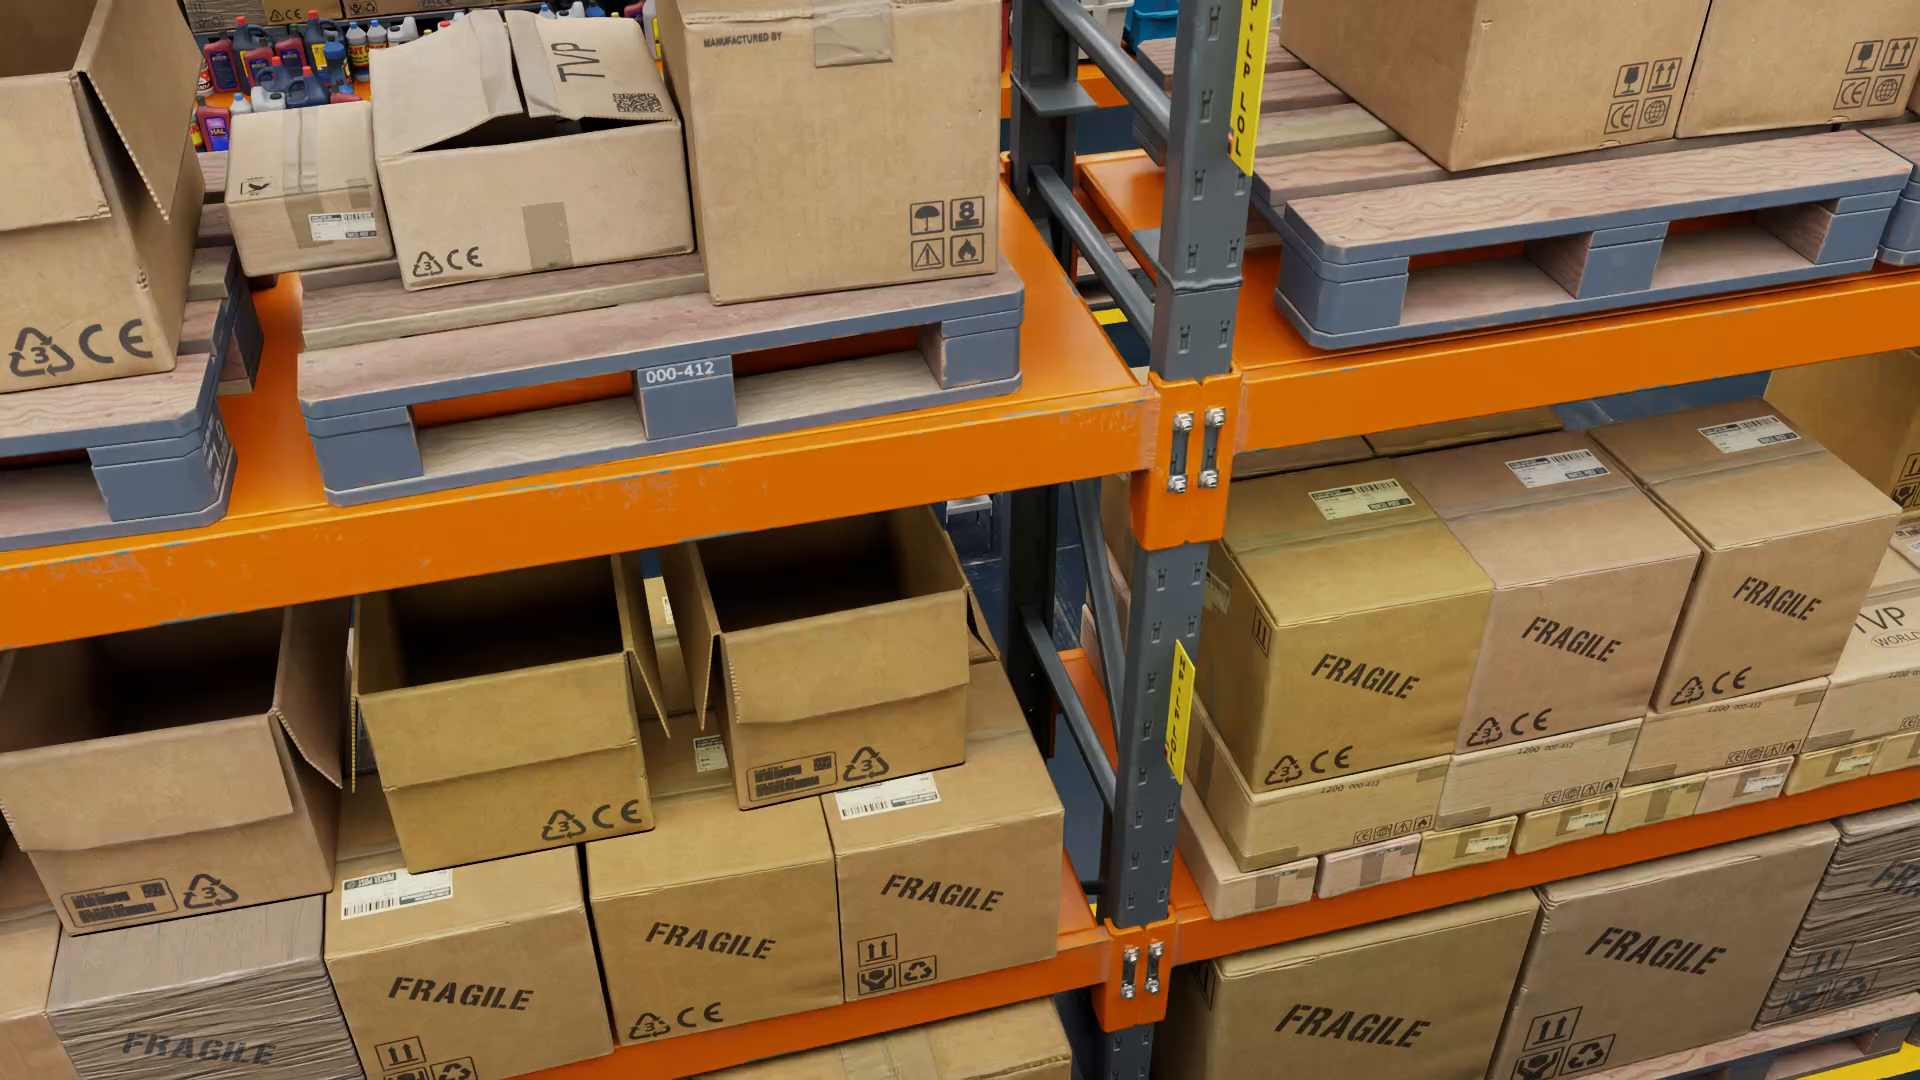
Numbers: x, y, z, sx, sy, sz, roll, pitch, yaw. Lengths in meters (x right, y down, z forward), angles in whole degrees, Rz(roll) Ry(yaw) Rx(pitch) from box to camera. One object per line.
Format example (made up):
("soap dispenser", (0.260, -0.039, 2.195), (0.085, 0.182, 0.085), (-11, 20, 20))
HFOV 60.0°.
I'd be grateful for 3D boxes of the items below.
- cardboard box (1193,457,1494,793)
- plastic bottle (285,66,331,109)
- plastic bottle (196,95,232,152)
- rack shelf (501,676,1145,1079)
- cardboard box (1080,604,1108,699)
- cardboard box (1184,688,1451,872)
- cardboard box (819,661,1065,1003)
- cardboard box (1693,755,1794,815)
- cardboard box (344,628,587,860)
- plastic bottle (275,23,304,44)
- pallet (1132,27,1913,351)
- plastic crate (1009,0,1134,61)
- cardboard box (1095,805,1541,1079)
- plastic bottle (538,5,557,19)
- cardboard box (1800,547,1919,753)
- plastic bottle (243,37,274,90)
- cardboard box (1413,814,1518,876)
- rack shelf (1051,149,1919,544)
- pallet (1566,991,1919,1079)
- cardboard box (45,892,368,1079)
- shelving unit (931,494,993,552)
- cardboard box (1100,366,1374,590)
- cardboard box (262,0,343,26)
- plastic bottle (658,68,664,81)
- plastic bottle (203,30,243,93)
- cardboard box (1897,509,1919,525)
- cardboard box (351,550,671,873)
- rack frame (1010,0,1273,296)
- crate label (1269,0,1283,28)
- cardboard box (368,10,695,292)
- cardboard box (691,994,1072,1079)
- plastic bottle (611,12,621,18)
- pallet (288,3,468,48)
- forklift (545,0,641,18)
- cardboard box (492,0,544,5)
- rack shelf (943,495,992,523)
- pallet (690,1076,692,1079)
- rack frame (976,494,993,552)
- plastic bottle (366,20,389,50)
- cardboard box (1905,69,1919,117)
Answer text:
("cardboard box", (0.829, 0.186, 3.800), (0.500, 0.500, 0.500), (-9, 38, -12))
("plastic bottle", (-2.857, -1.906, 7.313), (0.185, 0.351, 0.144), (-9, 38, -12))
("plastic bottle", (-3.224, -1.793, 7.221), (0.133, 0.283, 0.061), (-9, 38, -12))
("rack shelf", (-1.631, 1.070, 3.974), (4.000, 0.370, 1.077), (-9, 38, -12))
("cardboard box", (0.509, 0.327, 4.560), (0.250, 0.149, 0.380), (-9, 38, -12))
("cardboard box", (0.821, 0.489, 4.021), (0.500, 0.250, 0.500), (-10, 39, -13))
("cardboard box", (-0.081, 0.662, 3.833), (0.500, 0.500, 0.500), (-9, 38, -12))
("cardboard box", (1.923, 0.510, 4.321), (0.250, 0.149, 0.380), (-9, 38, -11))
("cardboard box", (-1.178, 0.514, 4.027), (0.500, 0.500, 0.500), (-10, 39, -13))
("plastic bottle", (-3.163, -2.303, 7.888), (0.133, 0.283, 0.061), (-9, 38, -12))
("pallet", (1.092, -0.812, 3.446), (1.213, 0.211, 1.003), (-9, 38, -12))
("plastic crate", (0.530, -2.548, 8.160), (0.530, 0.282, 0.437), (-9, 38, -12))
("cardboard box", (0.958, 1.087, 4.763), (0.875, 0.875, 0.875), (-9, 38, -12))
("plastic bottle", (-2.010, -2.476, 8.124), (0.097, 0.271, 0.097), (0, 37, 0))
("cardboard box", (2.280, 0.254, 4.328), (0.500, 0.250, 0.500), (-9, 38, -12))
("plastic bottle", (-3.255, -2.197, 7.750), (0.133, 0.283, 0.061), (-9, 38, -12))
("cardboard box", (1.180, 0.632, 4.162), (0.250, 0.149, 0.380), (-8, 38, -10))
("rack shelf", (2.230, -0.755, 3.891), (4.000, 0.370, 1.077), (-9, 38, -12))
("pallet", (2.234, 1.305, 5.370), (1.213, 0.211, 1.003), (-9, 38, -12))
("cardboard box", (-1.548, 0.900, 3.522), (0.500, 0.500, 0.500), (-9, 38, -12))
("shelving unit", (0.008, -0.359, 6.978), (0.210, 0.900, 0.258), (-9, 38, -12))
("cardboard box", (0.674, -0.118, 4.197), (0.500, 0.500, 0.500), (-8, 38, -11))
("cardboard box", (-4.638, -3.959, 11.652), (0.500, 0.500, 0.500), (-10, 38, -13))
("plastic bottle", (-1.393, -2.072, 7.653), (0.097, 0.201, 0.097), (0, 37, 0))
("plastic bottle", (-3.471, -2.253, 7.822), (0.133, 0.283, 0.061), (-9, 38, -12))
("cardboard box", (2.641, -0.143, 4.847), (0.500, 0.250, 0.500), (-11, 39, -13))
("cardboard box", (-0.980, 0.238, 3.563), (0.637, 0.503, 0.797), (-9, 38, -11))
("rack frame", (0.300, -1.915, 2.347), (0.127, 3.000, 1.000), (-9, 38, -12))
("crate label", (1.584, -2.659, 8.425), (0.243, 0.136, 0.396), (-9, 38, -12))
("cardboard box", (-0.783, -0.734, 2.999), (0.500, 0.311, 0.500), (-11, 39, -13))
("cardboard box", (-0.313, 1.258, 4.540), (0.875, 0.875, 1.225), (-9, 38, -12))
("plastic bottle", (-1.692, -2.500, 8.213), (0.097, 0.201, 0.097), (0, 37, 0))
("pallet", (-4.235, -3.889, 12.161), (1.213, 0.211, 1.003), (-9, 38, -12))
("forklift", (-2.058, -4.175, 10.295), (3.031, 2.935, 1.130), (28, 45, 32))
("cardboard box", (-3.161, -4.206, 11.974), (0.500, 0.500, 0.500), (-9, 38, -12))
("rack shelf", (0.008, -0.189, 7.108), (0.200, 0.077, 0.258), (-9, 38, -12))
("pallet", (-0.426, 1.742, 4.799), (1.213, 0.211, 1.003), (-9, 38, -12))
("rack frame", (0.106, -0.375, 6.999), (0.006, 0.900, 0.240), (-9, 38, -12))
("plastic bottle", (-2.775, -2.351, 7.960), (0.097, 0.271, 0.097), (0, 37, 0))
("cardboard box", (2.101, -1.211, 3.385), (0.500, 0.500, 0.700), (-8, 38, -10))
